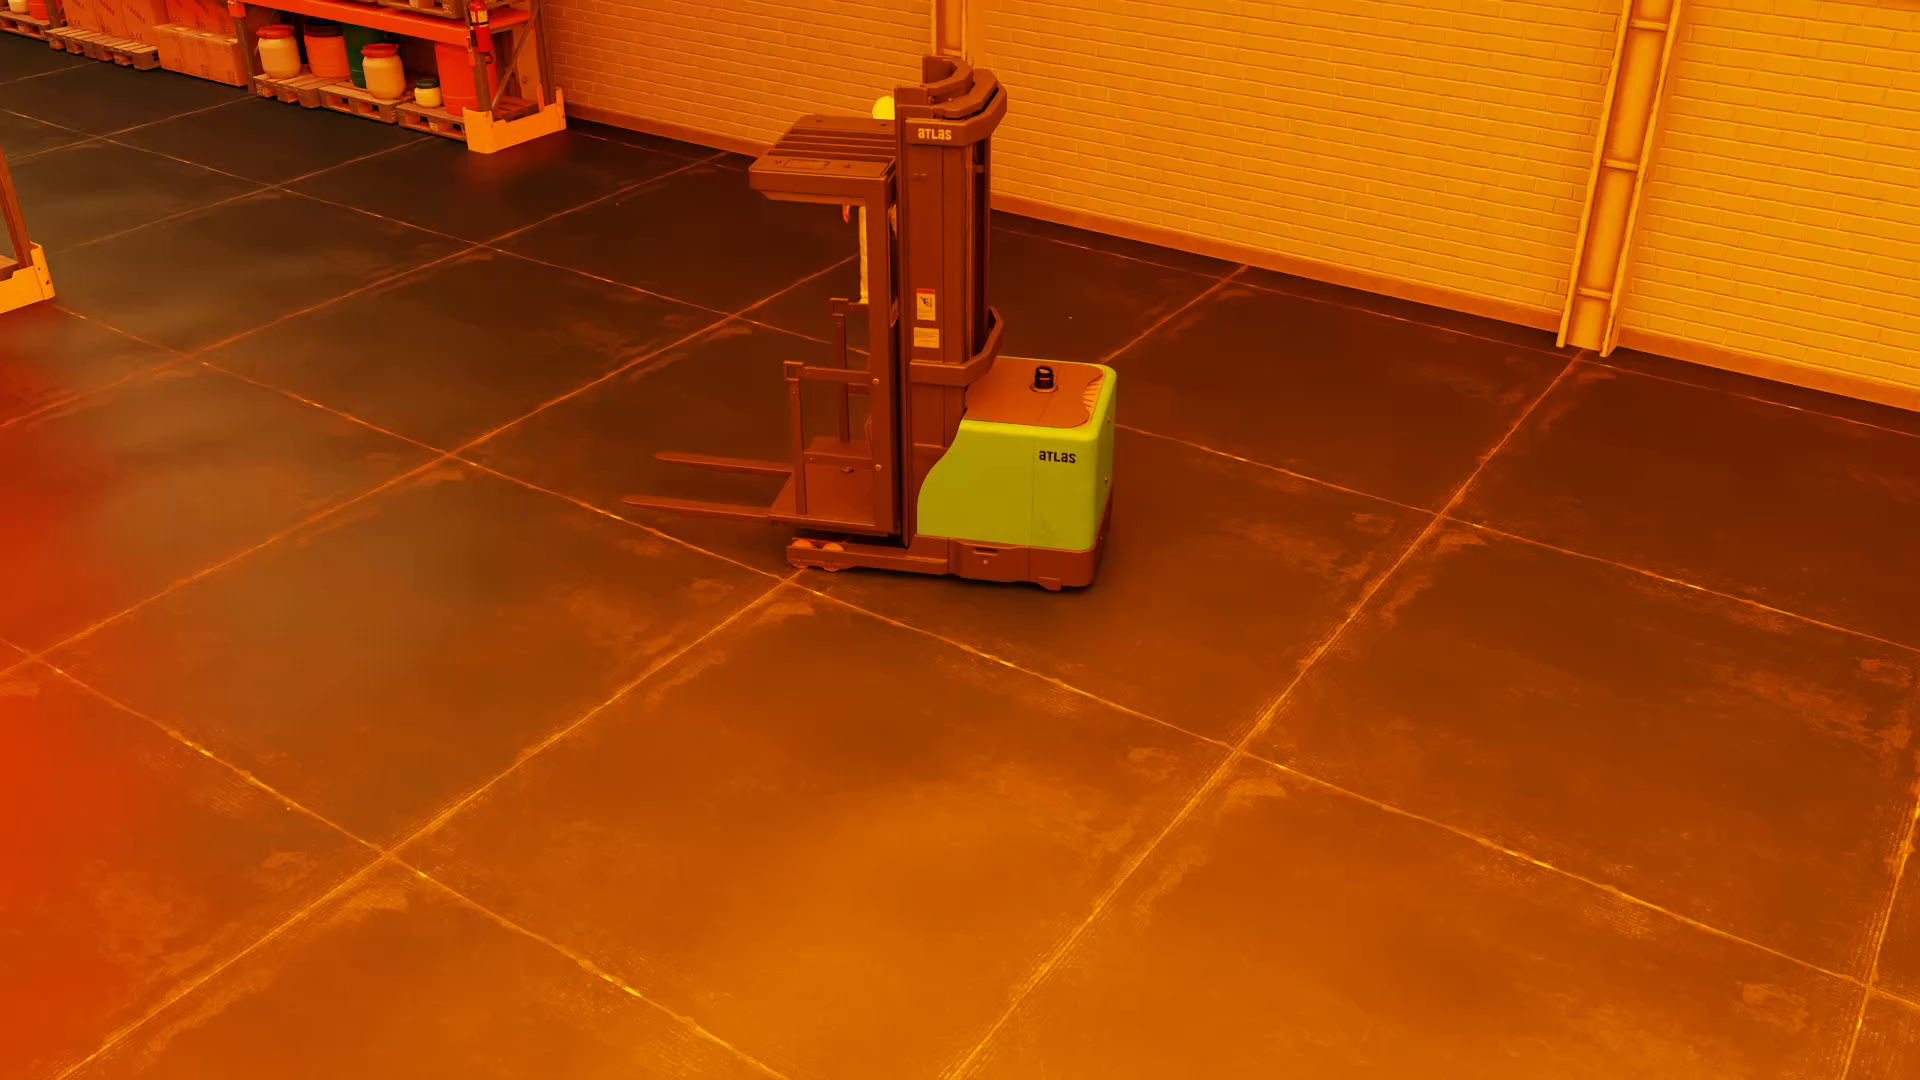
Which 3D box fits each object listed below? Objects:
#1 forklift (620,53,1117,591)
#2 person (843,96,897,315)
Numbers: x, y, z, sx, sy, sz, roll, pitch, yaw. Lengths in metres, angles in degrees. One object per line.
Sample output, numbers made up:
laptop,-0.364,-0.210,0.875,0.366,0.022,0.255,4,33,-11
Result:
forklift,-0.596,-1.330,9.871,3.031,2.935,1.130,6,31,10
person,-0.611,-2.720,13.427,0.677,1.766,0.470,-2,30,-4
